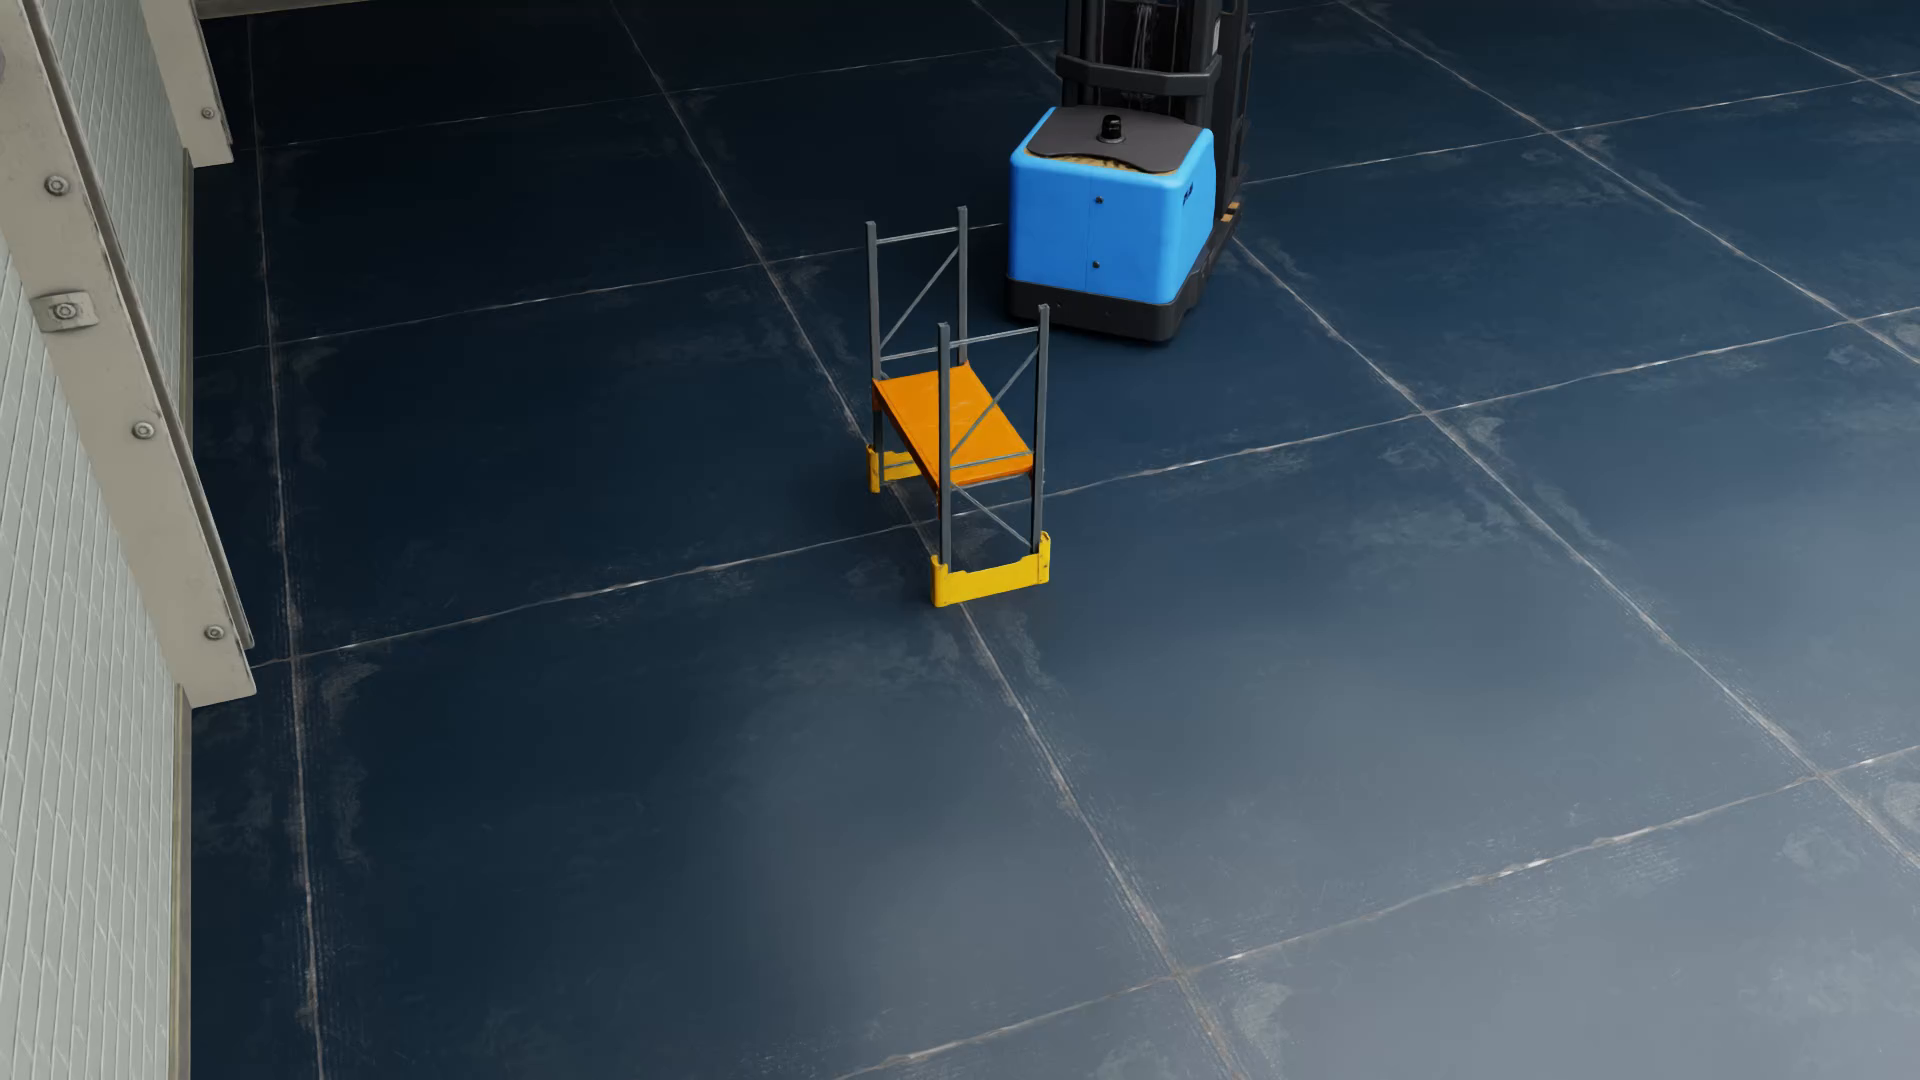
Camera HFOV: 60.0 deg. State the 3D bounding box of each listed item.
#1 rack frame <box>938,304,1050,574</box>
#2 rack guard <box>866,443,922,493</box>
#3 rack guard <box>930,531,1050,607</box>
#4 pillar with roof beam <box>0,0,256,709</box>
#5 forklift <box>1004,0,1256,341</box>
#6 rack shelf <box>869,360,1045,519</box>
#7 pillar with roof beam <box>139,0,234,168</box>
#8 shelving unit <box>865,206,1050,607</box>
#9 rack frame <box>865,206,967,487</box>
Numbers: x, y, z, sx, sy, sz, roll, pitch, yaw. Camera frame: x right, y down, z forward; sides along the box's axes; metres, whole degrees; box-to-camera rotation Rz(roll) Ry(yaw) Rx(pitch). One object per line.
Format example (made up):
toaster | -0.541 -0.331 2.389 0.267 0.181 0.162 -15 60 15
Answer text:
rack frame | 0.146 -0.360 7.542 0.500 1.500 0.032 -12 39 -16
rack guard | -0.198 -0.424 8.666 0.587 0.250 0.087 -12 39 -16
rack guard | 0.145 0.138 7.919 0.587 0.250 0.087 -12 39 -16
pillar with roof beam | 0.698 -3.880 5.981 9.100 9.000 0.400 -12 39 -16
forklift | 1.248 -3.222 10.152 1.130 2.935 3.031 12 39 16
rack shelf | -0.029 -0.504 8.031 0.538 0.185 1.000 -12 39 -16
pillar with roof beam | -1.367 -7.269 10.481 9.100 9.000 0.400 -12 39 -16
shelving unit | -0.026 -0.642 7.916 0.587 1.500 1.083 -12 39 -16
rack frame | -0.204 -0.934 8.304 0.500 1.500 0.032 -12 39 -16
